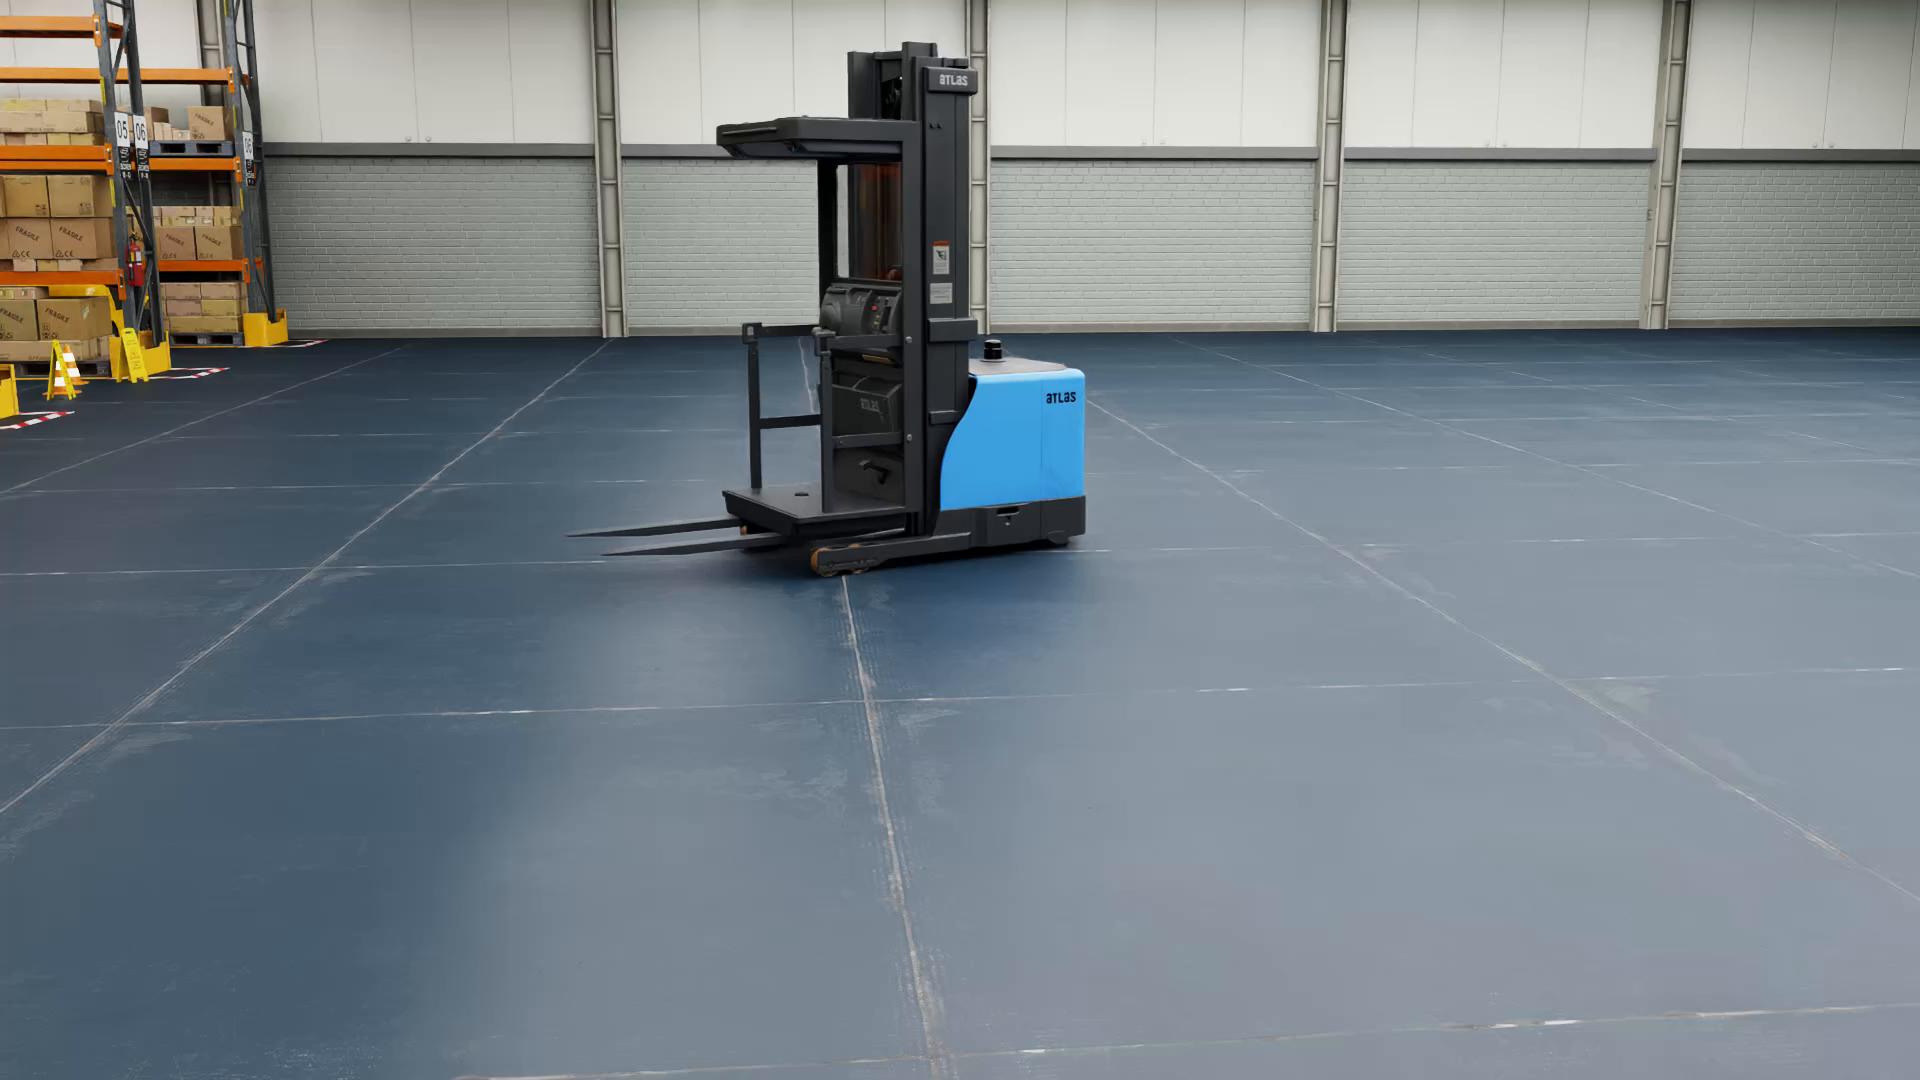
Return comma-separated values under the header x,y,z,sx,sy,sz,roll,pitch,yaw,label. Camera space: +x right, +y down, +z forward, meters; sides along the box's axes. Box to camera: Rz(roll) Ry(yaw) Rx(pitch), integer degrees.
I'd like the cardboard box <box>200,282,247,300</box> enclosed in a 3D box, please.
x,y,z,sx,sy,sz,roll,pitch,yaw,label
-11.276,-3.819,25.464,0.500,0.250,0.500,-1,11,-4,cardboard box

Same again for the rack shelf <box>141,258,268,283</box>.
x,y,z,sx,sy,sz,roll,pitch,yaw,label
-12.840,-4.146,25.546,4.000,0.370,1.077,-1,11,-6,rack shelf

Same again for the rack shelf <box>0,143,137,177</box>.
x,y,z,sx,sy,sz,roll,pitch,yaw,label
-12.300,-4.666,20.415,4.000,0.370,1.077,-1,11,-6,rack shelf

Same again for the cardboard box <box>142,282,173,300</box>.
x,y,z,sx,sy,sz,roll,pitch,yaw,label
-12.283,-3.794,25.341,0.500,0.250,0.500,-1,11,-5,cardboard box

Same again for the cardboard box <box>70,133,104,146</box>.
x,y,z,sx,sy,sz,roll,pitch,yaw,label
-10.636,-4.876,20.271,0.250,0.149,0.380,-1,11,-6,cardboard box

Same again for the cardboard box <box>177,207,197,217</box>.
x,y,z,sx,sy,sz,roll,pitch,yaw,label
-11.684,-4.984,25.233,0.250,0.149,0.380,-1,11,-5,cardboard box

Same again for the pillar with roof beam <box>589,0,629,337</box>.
x,y,z,sx,sy,sz,roll,pitch,yaw,label
-5.211,-6.942,22.351,0.400,9.000,9.100,-1,11,-6,pillar with roof beam

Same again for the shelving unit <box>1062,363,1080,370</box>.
x,y,z,sx,sy,sz,roll,pitch,yaw,label
0.607,-0.602,10.707,0.252,1.050,0.215,-6,13,-30,shelving unit

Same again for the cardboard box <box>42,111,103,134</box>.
x,y,z,sx,sy,sz,roll,pitch,yaw,label
-10.792,-5.071,20.226,0.500,0.250,0.500,-1,11,-7,cardboard box

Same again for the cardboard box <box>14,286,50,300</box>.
x,y,z,sx,sy,sz,roll,pitch,yaw,label
-11.438,-3.045,20.493,0.250,0.149,0.380,-1,11,-4,cardboard box

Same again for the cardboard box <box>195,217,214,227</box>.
x,y,z,sx,sy,sz,roll,pitch,yaw,label
-11.417,-4.836,25.250,0.250,0.149,0.380,-1,11,-5,cardboard box

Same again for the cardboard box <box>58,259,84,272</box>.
x,y,z,sx,sy,sz,roll,pitch,yaw,label
-10.900,-3.390,20.488,0.250,0.149,0.380,-1,11,-7,cardboard box

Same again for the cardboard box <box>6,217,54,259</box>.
x,y,z,sx,sy,sz,roll,pitch,yaw,label
-11.320,-3.710,20.434,0.500,0.500,0.500,-1,11,-6,cardboard box

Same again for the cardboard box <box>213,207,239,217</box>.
x,y,z,sx,sy,sz,roll,pitch,yaw,label
-11.185,-5.006,25.344,0.250,0.149,0.380,-1,11,-6,cardboard box

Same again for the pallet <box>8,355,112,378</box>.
x,y,z,sx,sy,sz,roll,pitch,yaw,label
-11.199,-2.209,21.056,1.213,0.211,1.003,-1,11,-6,pallet

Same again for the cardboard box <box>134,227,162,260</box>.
x,y,z,sx,sy,sz,roll,pitch,yaw,label
-12.339,-4.509,25.270,0.500,0.500,0.500,-1,11,-7,cardboard box

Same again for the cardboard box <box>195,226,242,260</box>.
x,y,z,sx,sy,sz,roll,pitch,yaw,label
-11.312,-4.529,25.370,0.500,0.500,0.500,-1,11,-7,cardboard box

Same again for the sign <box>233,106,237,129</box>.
x,y,z,sx,sy,sz,roll,pitch,yaw,label
-10.807,-6.304,24.790,0.005,0.325,0.100,-1,11,-6,sign

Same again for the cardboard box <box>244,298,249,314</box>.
x,y,z,sx,sy,sz,roll,pitch,yaw,label
-11.341,-3.673,26.018,0.500,0.250,0.500,-1,11,-5,cardboard box

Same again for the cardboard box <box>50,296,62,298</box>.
x,y,z,sx,sy,sz,roll,pitch,yaw,label
-11.687,-2.838,21.121,0.500,0.500,0.500,-2,11,-8,cardboard box

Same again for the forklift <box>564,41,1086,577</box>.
x,y,z,sx,sy,sz,roll,pitch,yaw,label
-0.760,-1.346,9.618,3.031,2.935,1.130,-6,13,-30,forklift

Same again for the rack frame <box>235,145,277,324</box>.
x,y,z,sx,sy,sz,roll,pitch,yaw,label
-10.852,-4.541,25.688,0.127,3.000,1.000,-1,11,-6,rack frame

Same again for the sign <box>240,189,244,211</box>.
x,y,z,sx,sy,sz,roll,pitch,yaw,label
-10.807,-5.121,25.023,0.005,0.325,0.100,-1,11,-6,sign

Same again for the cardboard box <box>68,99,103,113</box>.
x,y,z,sx,sy,sz,roll,pitch,yaw,label
-10.616,-5.265,20.181,0.250,0.149,0.380,-1,11,-6,cardboard box

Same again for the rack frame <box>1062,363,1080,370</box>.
x,y,z,sx,sy,sz,roll,pitch,yaw,label
0.712,-0.614,10.768,0.008,1.050,0.200,-6,13,-30,rack frame

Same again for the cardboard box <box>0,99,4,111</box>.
x,y,z,sx,sy,sz,roll,pitch,yaw,label
-11.630,-5.259,20.151,0.250,0.149,0.380,-1,11,-6,cardboard box

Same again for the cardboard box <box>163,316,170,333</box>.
x,y,z,sx,sy,sz,roll,pitch,yaw,label
-12.278,-3.310,25.467,0.500,0.250,0.500,-1,11,-5,cardboard box

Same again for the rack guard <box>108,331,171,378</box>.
x,y,z,sx,sy,sz,roll,pitch,yaw,label
-10.387,-2.361,21.080,0.348,0.500,1.175,-1,11,-6,rack guard

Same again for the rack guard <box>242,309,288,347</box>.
x,y,z,sx,sy,sz,roll,pitch,yaw,label
-10.828,-3.315,25.932,0.348,0.500,1.175,-1,11,-6,rack guard

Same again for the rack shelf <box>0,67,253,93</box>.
x,y,z,sx,sy,sz,roll,pitch,yaw,label
-12.840,-6.893,25.006,4.000,0.370,1.077,-1,11,-6,rack shelf

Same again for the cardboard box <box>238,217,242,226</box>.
x,y,z,sx,sy,sz,roll,pitch,yaw,label
-11.217,-4.951,25.833,0.250,0.149,0.380,-1,11,-8,cardboard box

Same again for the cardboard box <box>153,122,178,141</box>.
x,y,z,sx,sy,sz,roll,pitch,yaw,label
-11.895,-6.121,24.951,0.258,0.266,0.396,-1,11,-6,cardboard box

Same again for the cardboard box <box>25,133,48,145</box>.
x,y,z,sx,sy,sz,roll,pitch,yaw,label
-11.148,-4.866,20.218,0.250,0.149,0.380,-1,11,-4,cardboard box

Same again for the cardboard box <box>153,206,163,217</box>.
x,y,z,sx,sy,sz,roll,pitch,yaw,label
-12.187,-4.967,25.144,0.250,0.149,0.380,-1,11,-5,cardboard box

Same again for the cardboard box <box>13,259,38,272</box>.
x,y,z,sx,sy,sz,roll,pitch,yaw,label
-11.410,-3.378,20.425,0.250,0.149,0.380,-1,11,-5,cardboard box

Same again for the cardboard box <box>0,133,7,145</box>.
x,y,z,sx,sy,sz,roll,pitch,yaw,label
-11.650,-4.859,20.183,0.250,0.149,0.380,-1,11,-7,cardboard box

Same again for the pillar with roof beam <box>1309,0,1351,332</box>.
x,y,z,sx,sy,sz,roll,pitch,yaw,label
6.718,-7.192,23.623,0.400,9.000,9.100,-1,11,-6,pillar with roof beam

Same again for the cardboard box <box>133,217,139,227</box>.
x,y,z,sx,sy,sz,roll,pitch,yaw,label
-12.439,-4.816,25.146,0.250,0.149,0.380,-1,11,-6,cardboard box

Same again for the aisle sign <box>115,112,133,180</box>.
x,y,z,sx,sy,sz,roll,pitch,yaw,label
-10.219,-4.810,20.320,0.004,0.787,0.394,-1,11,-6,aisle sign

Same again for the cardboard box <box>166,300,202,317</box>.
x,y,z,sx,sy,sz,roll,pitch,yaw,label
-11.802,-3.564,25.466,0.500,0.250,0.500,-1,11,-7,cardboard box

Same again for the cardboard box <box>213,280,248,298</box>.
x,y,z,sx,sy,sz,roll,pitch,yaw,label
-11.350,-3.914,25.950,0.500,0.250,0.500,-1,11,-7,cardboard box

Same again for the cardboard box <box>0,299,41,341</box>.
x,y,z,sx,sy,sz,roll,pitch,yaw,label
-11.599,-2.735,20.601,0.500,0.500,0.500,-1,11,-4,cardboard box

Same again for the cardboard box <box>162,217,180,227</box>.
x,y,z,sx,sy,sz,roll,pitch,yaw,label
-11.929,-4.839,25.267,0.250,0.149,0.380,-1,11,-6,cardboard box

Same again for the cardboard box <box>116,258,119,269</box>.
x,y,z,sx,sy,sz,roll,pitch,yaw,label
-10.672,-3.498,21.037,0.250,0.149,0.380,-1,11,-6,cardboard box

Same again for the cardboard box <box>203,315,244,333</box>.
x,y,z,sx,sy,sz,roll,pitch,yaw,label
-11.285,-3.327,25.555,0.500,0.250,0.500,-1,11,-6,cardboard box

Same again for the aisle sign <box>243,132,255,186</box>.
x,y,z,sx,sy,sz,roll,pitch,yaw,label
-10.755,-5.761,25.158,0.004,0.787,0.394,-1,11,-6,aisle sign

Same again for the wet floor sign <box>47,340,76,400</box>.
x,y,z,sx,sy,sz,roll,pitch,yaw,label
-9.862,-1.867,18.190,0.232,0.644,0.267,-3,12,-16,wet floor sign

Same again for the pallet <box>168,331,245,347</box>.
x,y,z,sx,sy,sz,roll,pitch,yaw,label
-11.607,-3.148,25.835,1.213,0.211,1.003,-1,11,-6,pallet

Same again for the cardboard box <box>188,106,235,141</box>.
x,y,z,sx,sy,sz,roll,pitch,yaw,label
-11.265,-6.261,25.055,0.500,0.500,0.500,-1,11,-4,cardboard box

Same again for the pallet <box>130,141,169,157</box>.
x,y,z,sx,sy,sz,roll,pitch,yaw,label
-12.773,-5.933,25.225,1.213,0.211,1.003,-1,11,-6,pallet

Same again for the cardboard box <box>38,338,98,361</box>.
x,y,z,sx,sy,sz,roll,pitch,yaw,label
-11.110,-2.377,20.721,0.500,0.250,0.500,-1,11,-6,cardboard box

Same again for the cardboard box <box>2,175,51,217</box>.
x,y,z,sx,sy,sz,roll,pitch,yaw,label
-11.300,-4.213,20.399,0.500,0.500,0.700,-1,11,-6,cardboard box

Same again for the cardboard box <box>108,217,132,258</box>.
x,y,z,sx,sy,sz,roll,pitch,yaw,label
-10.813,-3.827,21.029,0.500,0.500,0.500,-1,11,-7,cardboard box

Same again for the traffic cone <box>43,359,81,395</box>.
x,y,z,sx,sy,sz,roll,pitch,yaw,label
-10.142,-1.882,18.741,0.334,0.463,0.336,-1,11,-6,traffic cone

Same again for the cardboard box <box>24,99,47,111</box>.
x,y,z,sx,sy,sz,roll,pitch,yaw,label
-11.128,-5.258,20.146,0.250,0.149,0.380,-1,11,-7,cardboard box

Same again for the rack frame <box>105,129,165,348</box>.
x,y,z,sx,sy,sz,roll,pitch,yaw,label
-10.312,-3.589,20.847,0.127,3.000,1.000,-1,11,-6,rack frame
